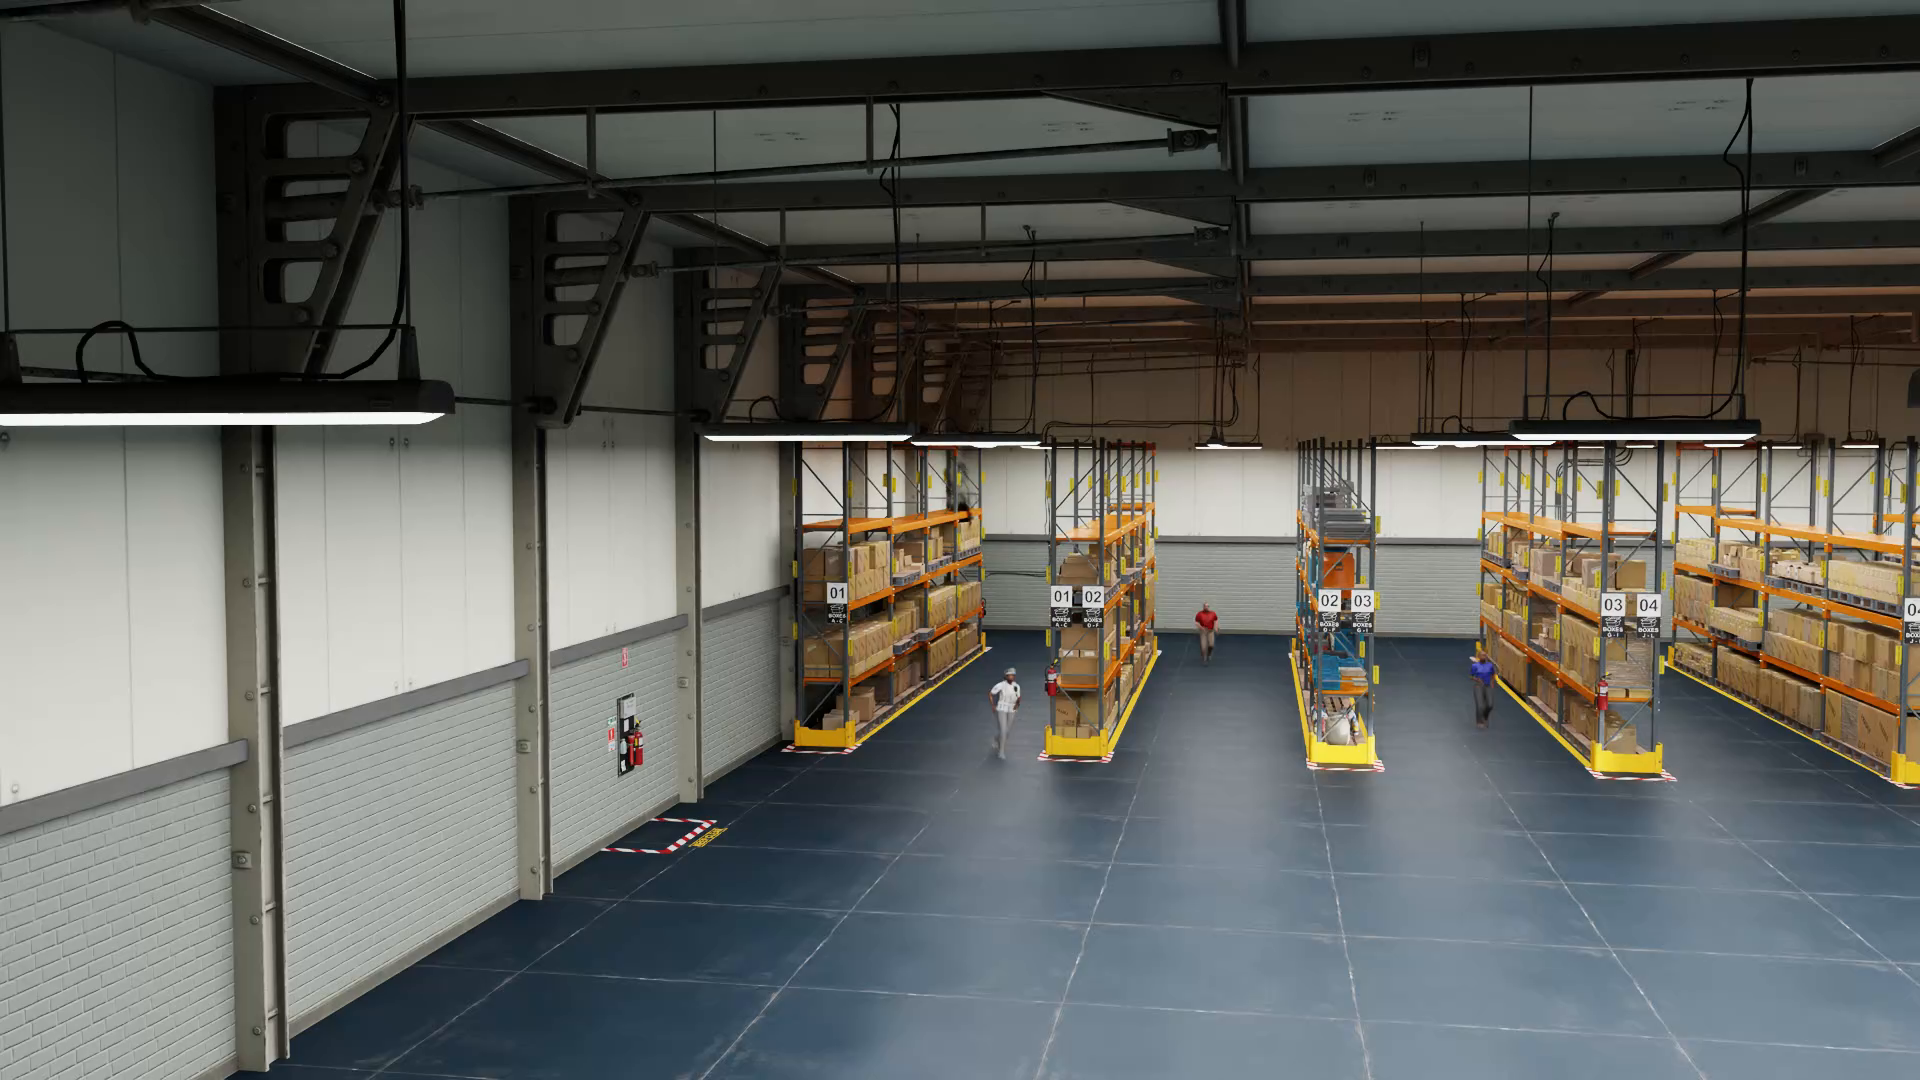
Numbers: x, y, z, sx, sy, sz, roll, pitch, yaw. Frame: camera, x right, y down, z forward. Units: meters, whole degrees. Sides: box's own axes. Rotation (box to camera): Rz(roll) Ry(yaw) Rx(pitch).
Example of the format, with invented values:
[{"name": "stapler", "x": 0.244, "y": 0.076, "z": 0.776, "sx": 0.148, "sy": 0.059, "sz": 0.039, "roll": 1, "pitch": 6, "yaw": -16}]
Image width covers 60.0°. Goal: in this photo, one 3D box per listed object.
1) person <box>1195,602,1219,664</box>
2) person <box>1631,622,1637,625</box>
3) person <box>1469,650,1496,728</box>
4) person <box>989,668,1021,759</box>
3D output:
[{"name": "person", "x": 6.654, "y": 2.513, "z": 44.759, "sx": 0.648, "sy": 1.678, "sz": 0.661, "roll": 0, "pitch": 3, "yaw": 1}, {"name": "person", "x": 17.731, "y": 2.518, "z": 43.979, "sx": 0.691, "sy": 1.828, "sz": 0.809, "roll": 1, "pitch": 3, "yaw": 15}, {"name": "person", "x": 10.797, "y": 3.090, "z": 34.266, "sx": 0.563, "sy": 1.619, "sz": 0.572, "roll": 0, "pitch": 3, "yaw": 5}, {"name": "person", "x": 0.862, "y": 3.256, "z": 31.454, "sx": 0.625, "sy": 1.690, "sz": 0.766, "roll": -1, "pitch": 3, "yaw": -21}]
